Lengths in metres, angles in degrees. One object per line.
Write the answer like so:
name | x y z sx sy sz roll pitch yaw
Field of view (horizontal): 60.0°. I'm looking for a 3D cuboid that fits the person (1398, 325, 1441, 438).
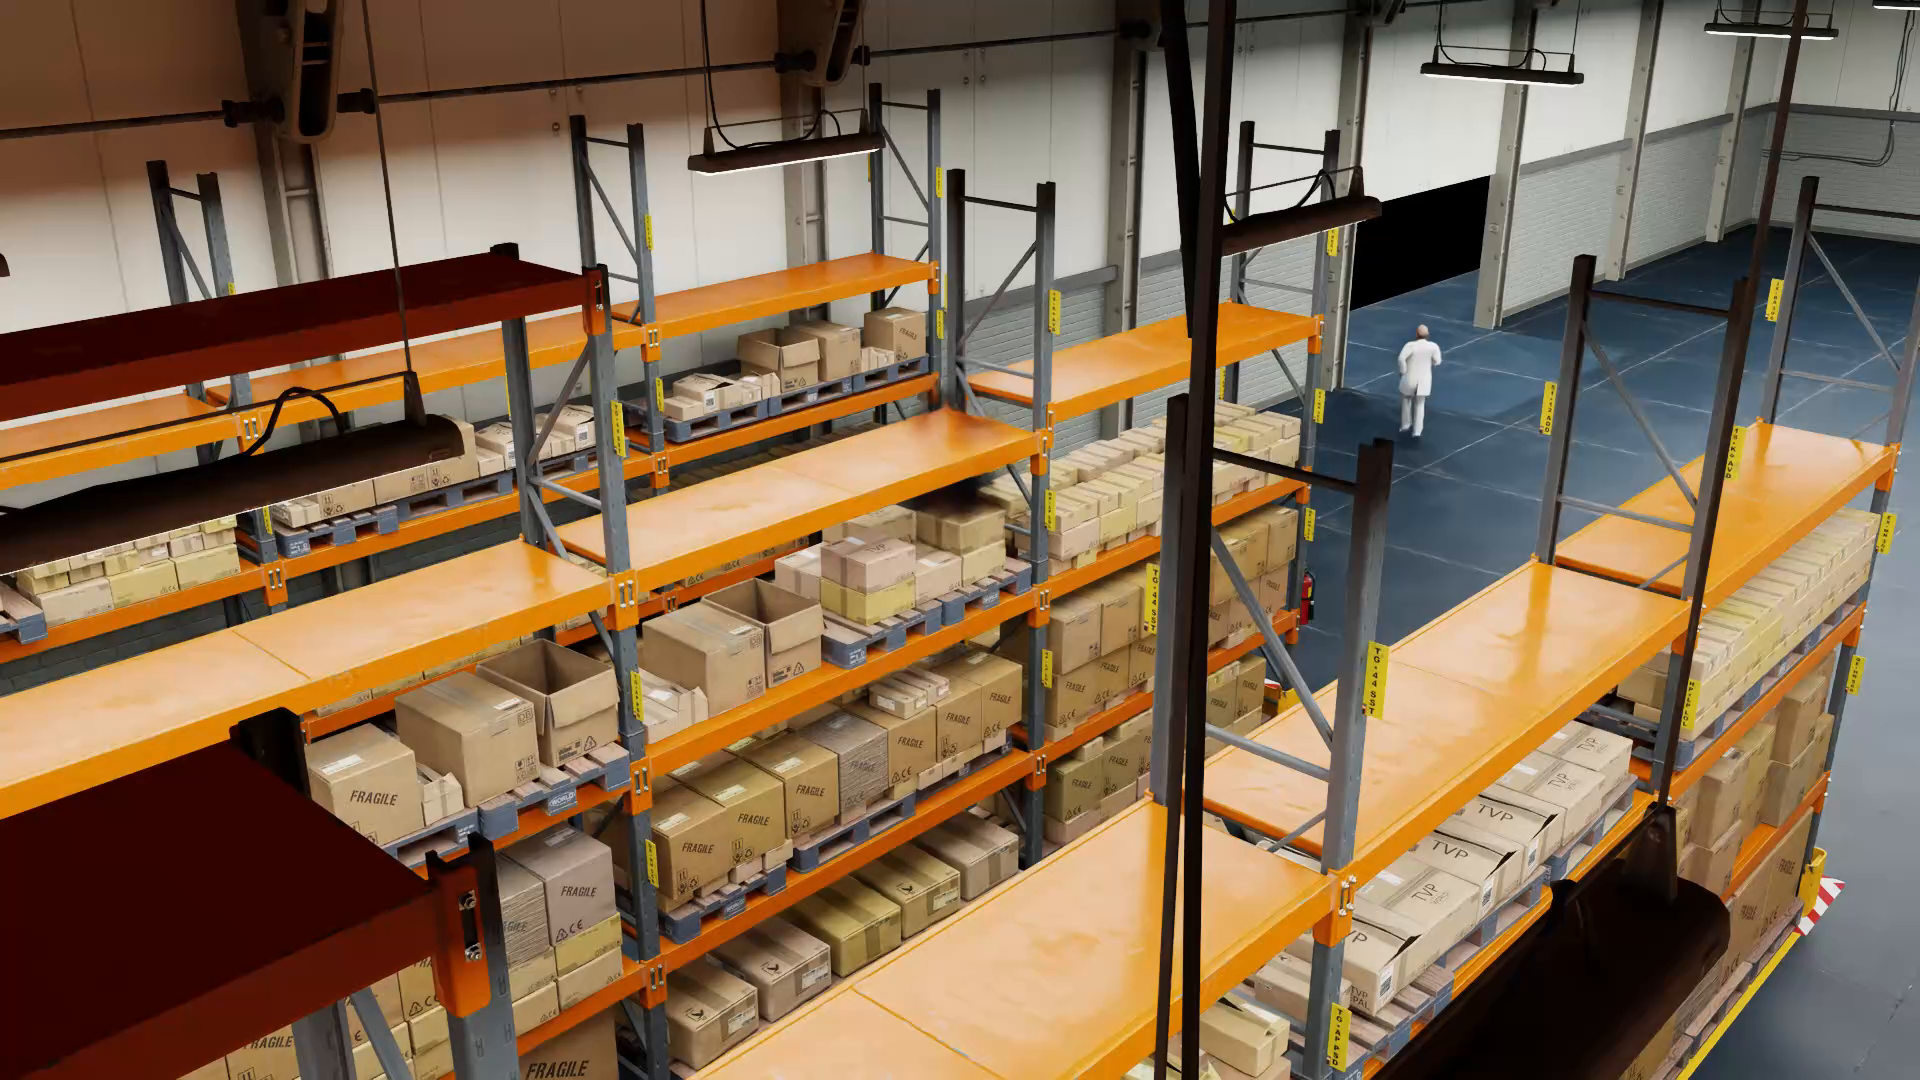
person | 7.090 -2.443 25.829 0.685 1.831 0.832 3 21 8
